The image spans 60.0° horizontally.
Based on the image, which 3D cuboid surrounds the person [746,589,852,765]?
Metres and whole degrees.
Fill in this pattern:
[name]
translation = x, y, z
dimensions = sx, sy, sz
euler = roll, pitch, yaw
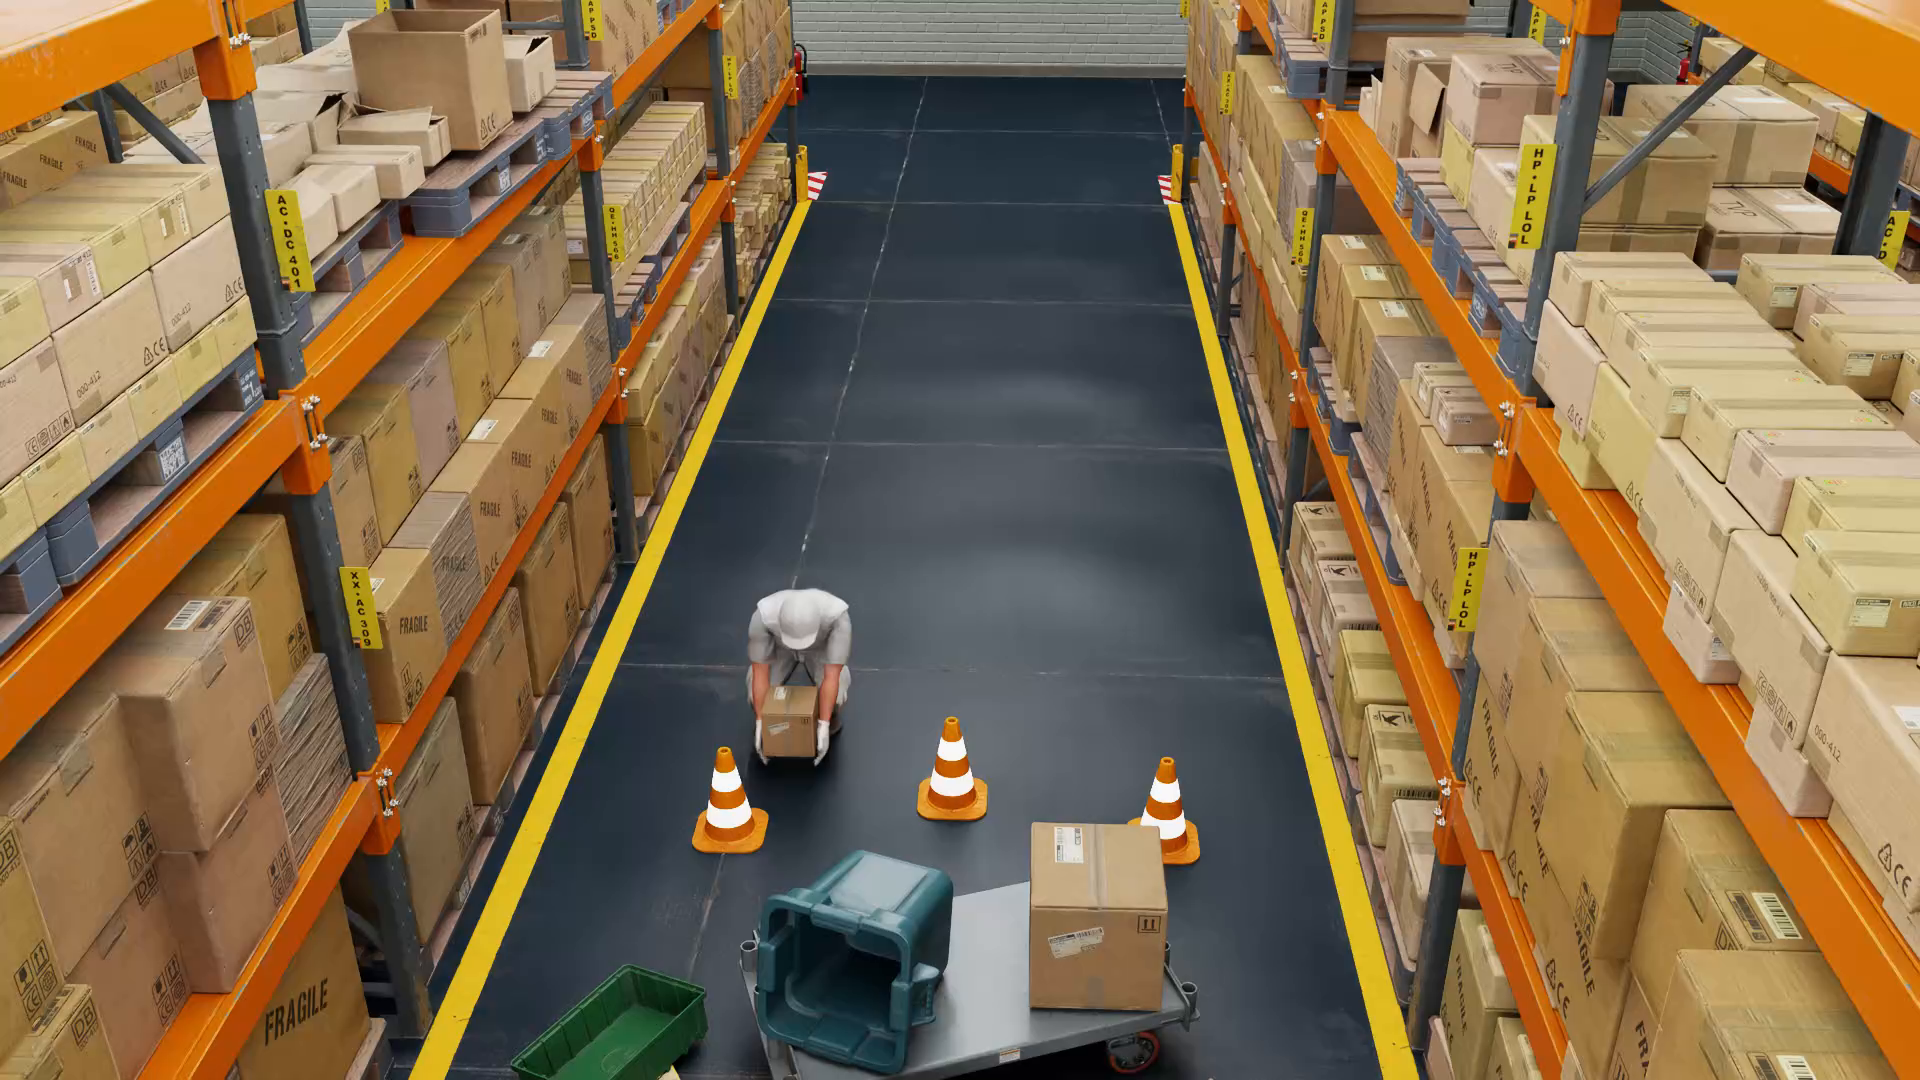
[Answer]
[person]
translation = -0.806, 0.585, 8.344
dimensions = 0.552, 0.997, 0.890
euler = 1, 28, 1
